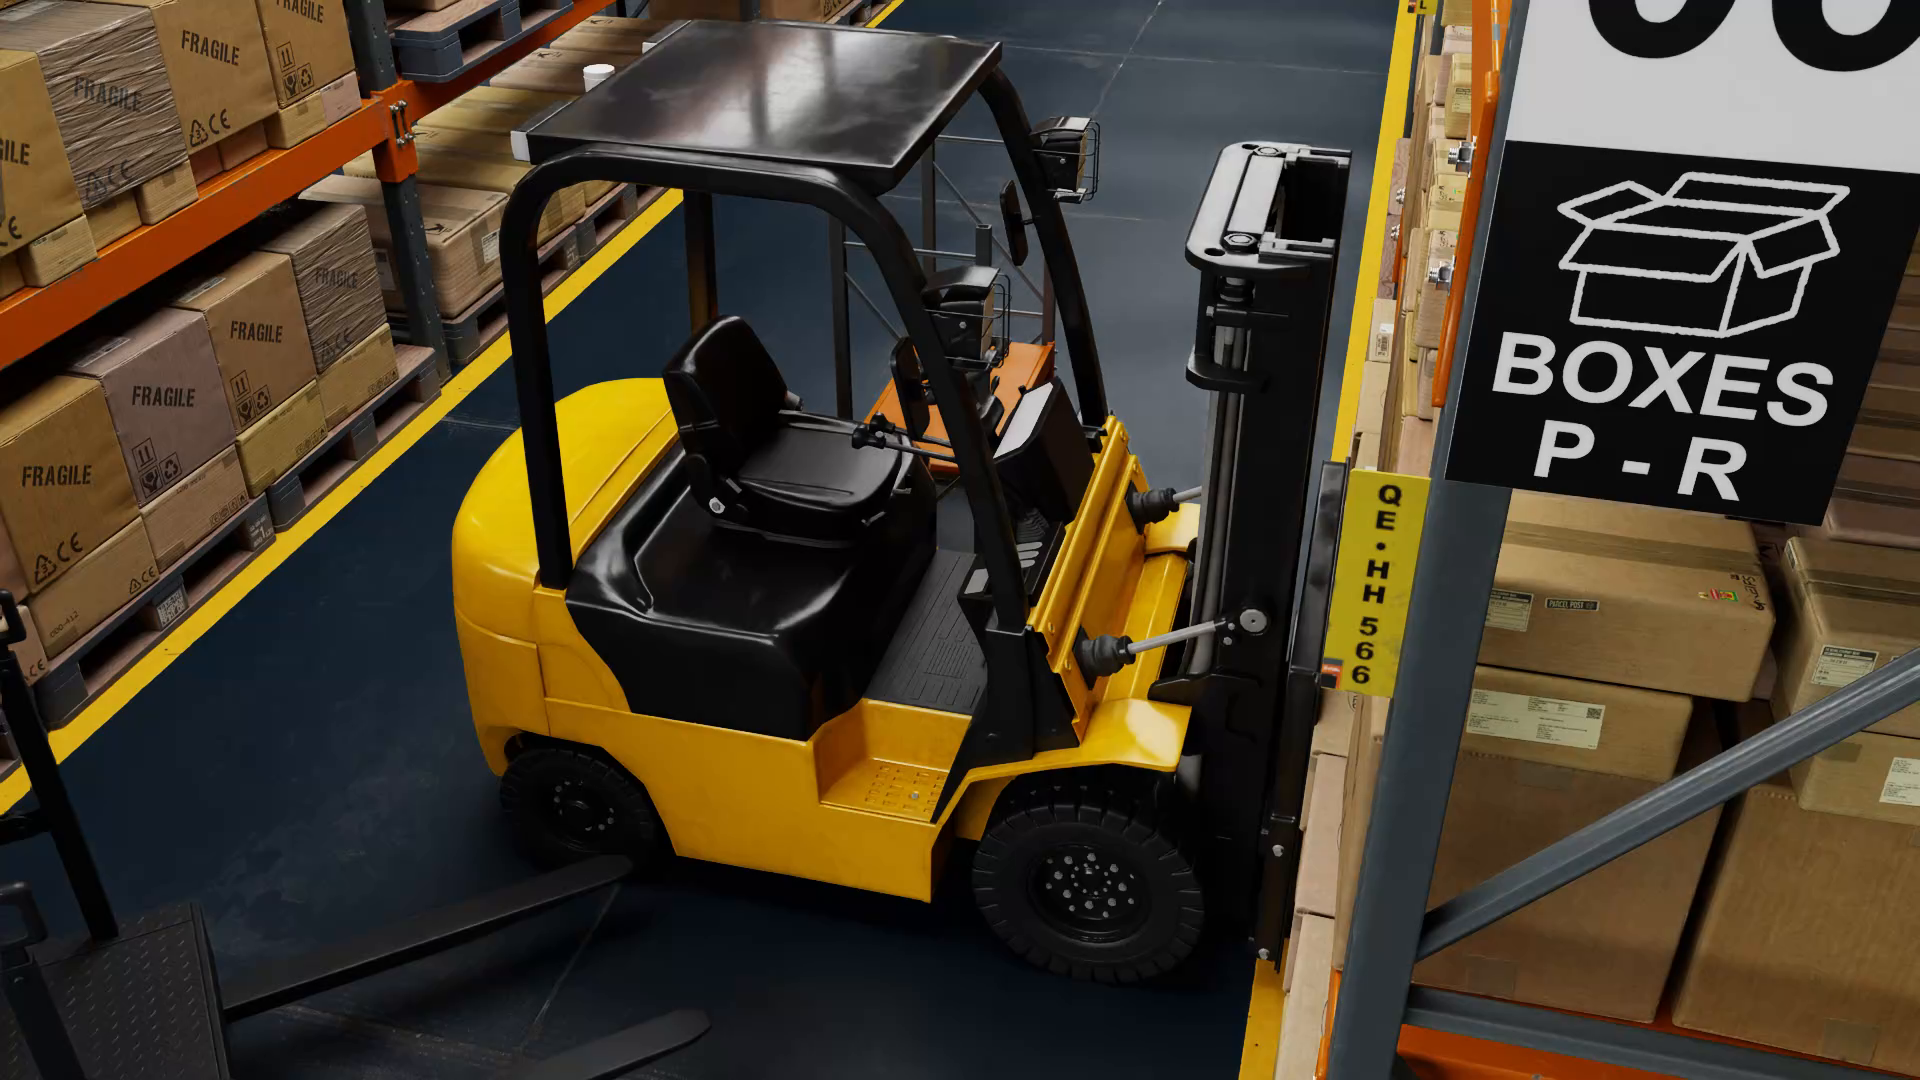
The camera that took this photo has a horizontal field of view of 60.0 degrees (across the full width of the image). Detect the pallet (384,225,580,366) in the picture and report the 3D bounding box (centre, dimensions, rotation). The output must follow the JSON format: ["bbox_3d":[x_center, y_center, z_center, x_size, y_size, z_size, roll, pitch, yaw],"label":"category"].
[{"bbox_3d":[-2.555,-1.248,8.016,1.003,0.211,1.213,8,33,12],"label":"pallet"}]

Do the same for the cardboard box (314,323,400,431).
[{"bbox_3d":[-2.641,-0.694,6.717,0.500,0.250,0.500,10,34,15],"label":"cardboard box"}]

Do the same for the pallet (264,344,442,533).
[{"bbox_3d":[-2.887,-0.490,6.825,1.003,0.211,1.213,8,33,12],"label":"pallet"}]

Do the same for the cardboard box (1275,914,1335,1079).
[{"bbox_3d":[0.851,1.009,3.107,0.500,0.250,0.500,9,34,14],"label":"cardboard box"}]

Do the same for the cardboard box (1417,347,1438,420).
[{"bbox_3d":[1.110,-0.340,3.291,0.380,0.149,0.250,7,33,11],"label":"cardboard box"}]

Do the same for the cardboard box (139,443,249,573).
[{"bbox_3d":[-2.900,-0.153,5.866,0.500,0.250,0.500,9,33,13],"label":"cardboard box"}]

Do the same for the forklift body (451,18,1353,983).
[{"bbox_3d":[-0.247,-0.145,4.474,2.313,2.155,1.214,8,33,12],"label":"forklift body"}]

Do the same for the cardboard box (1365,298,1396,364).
[{"bbox_3d":[1.625,-0.577,5.602,0.500,0.250,0.500,8,33,12],"label":"cardboard box"}]

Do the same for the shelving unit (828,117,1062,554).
[{"bbox_3d":[-0.019,-0.593,5.785,0.587,1.500,1.083,8,33,12],"label":"shelving unit"}]

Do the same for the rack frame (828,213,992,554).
[{"bbox_3d":[-0.151,-0.325,5.363,0.500,1.500,0.032,8,33,12],"label":"rack frame"}]

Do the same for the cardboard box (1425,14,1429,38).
[{"bbox_3d":[2.052,-2.052,6.356,0.500,0.250,0.500,7,33,11],"label":"cardboard box"}]

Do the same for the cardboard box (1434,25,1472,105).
[{"bbox_3d":[1.484,-1.262,4.464,0.380,0.149,0.250,9,33,13],"label":"cardboard box"}]

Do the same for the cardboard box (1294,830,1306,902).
[{"bbox_3d":[1.106,0.676,4.096,0.500,0.250,0.500,7,33,11],"label":"cardboard box"}]

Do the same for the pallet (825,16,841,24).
[{"bbox_3d":[-1.463,-3.318,11.273,1.003,0.211,1.213,8,33,12],"label":"pallet"}]

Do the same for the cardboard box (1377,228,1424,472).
[{"bbox_3d":[1.294,-0.401,3.991,0.500,0.500,0.500,8,33,13],"label":"cardboard box"}]

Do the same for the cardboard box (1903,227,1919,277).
[{"bbox_3d":[1.762,-0.517,3.292,0.380,0.149,0.250,7,33,11],"label":"cardboard box"}]

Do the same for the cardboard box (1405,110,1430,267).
[{"bbox_3d":[1.570,-0.922,4.811,0.500,0.500,0.500,9,33,13],"label":"cardboard box"}]

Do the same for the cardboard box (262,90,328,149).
[{"bbox_3d":[-2.594,-1.576,6.167,0.380,0.149,0.250,9,33,13],"label":"cardboard box"}]

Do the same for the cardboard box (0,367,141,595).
[{"bbox_3d":[-3.025,-0.203,5.245,0.500,0.500,0.500,9,33,13],"label":"cardboard box"}]

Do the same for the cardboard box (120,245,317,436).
[{"bbox_3d":[-2.769,-0.746,6.100,0.500,0.500,0.500,9,33,13],"label":"cardboard box"}]

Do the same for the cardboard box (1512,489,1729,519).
[{"bbox_3d":[0.956,-0.059,2.572,0.380,0.149,0.250,8,33,12],"label":"cardboard box"}]

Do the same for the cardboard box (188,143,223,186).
[{"bbox_3d":[-2.813,-1.324,5.771,0.380,0.149,0.250,8,33,12],"label":"cardboard box"}]

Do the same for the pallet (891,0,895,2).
[{"bbox_3d":[-0.844,-4.585,13.265,1.003,0.211,1.213,8,33,12],"label":"pallet"}]

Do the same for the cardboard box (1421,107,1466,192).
[{"bbox_3d":[1.410,-1.006,4.338,0.380,0.149,0.250,8,33,12],"label":"cardboard box"}]

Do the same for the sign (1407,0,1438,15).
[{"bbox_3d":[1.524,-1.871,5.391,0.100,0.325,0.005,8,33,12],"label":"sign"}]

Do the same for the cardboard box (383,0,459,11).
[{"bbox_3d":[-2.305,-2.336,6.971,0.380,0.149,0.250,8,33,13],"label":"cardboard box"}]

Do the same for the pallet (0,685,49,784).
[{"bbox_3d":[-3.506,0.776,4.833,1.003,0.211,1.213,8,33,12],"label":"pallet"}]

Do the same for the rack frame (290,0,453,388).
[{"bbox_3d":[-2.751,-2.021,6.632,1.000,3.000,0.127,8,33,12],"label":"rack frame"}]

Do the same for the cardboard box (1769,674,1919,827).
[{"bbox_3d":[1.373,0.272,2.328,0.380,0.149,0.250,7,33,11],"label":"cardboard box"}]

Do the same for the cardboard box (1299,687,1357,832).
[{"bbox_3d":[1.094,0.480,3.939,0.500,0.250,0.500,8,33,13],"label":"cardboard box"}]

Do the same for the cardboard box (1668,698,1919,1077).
[{"bbox_3d":[1.430,0.468,2.625,0.500,0.500,0.500,9,34,14],"label":"cardboard box"}]

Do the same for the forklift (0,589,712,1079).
[{"bbox_3d":[-2.093,0.333,2.994,3.031,2.935,1.130,-15,36,-23],"label":"forklift"}]

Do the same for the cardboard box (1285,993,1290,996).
[{"bbox_3d":[0.985,1.169,3.787,0.500,0.250,0.500,8,33,12],"label":"cardboard box"}]

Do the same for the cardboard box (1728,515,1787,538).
[{"bbox_3d":[1.445,0.005,2.749,0.380,0.149,0.250,7,33,12],"label":"cardboard box"}]

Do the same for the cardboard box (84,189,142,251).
[{"bbox_3d":[-2.886,-1.050,5.340,0.380,0.149,0.250,7,33,12],"label":"cardboard box"}]

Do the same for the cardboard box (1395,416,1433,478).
[{"bbox_3d":[1.048,0.128,3.160,0.500,0.500,0.500,9,34,14],"label":"cardboard box"}]

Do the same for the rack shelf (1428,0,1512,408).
[{"bbox_3d":[1.544,-1.271,3.328,1.077,0.370,4.000,8,33,12],"label":"rack shelf"}]

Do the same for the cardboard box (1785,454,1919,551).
[{"bbox_3d":[1.456,0.013,2.459,0.380,0.149,0.250,9,34,14],"label":"cardboard box"}]

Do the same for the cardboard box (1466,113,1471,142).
[{"bbox_3d":[1.433,-0.984,4.027,0.380,0.149,0.250,8,33,12],"label":"cardboard box"}]

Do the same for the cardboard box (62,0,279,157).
[{"bbox_3d":[-2.747,-1.656,5.688,0.500,0.500,0.500,9,34,14],"label":"cardboard box"}]

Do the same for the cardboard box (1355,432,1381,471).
[{"bbox_3d":[1.370,-0.054,4.778,0.500,0.250,0.500,9,34,14],"label":"cardboard box"}]

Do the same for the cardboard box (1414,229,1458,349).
[{"bbox_3d":[1.090,-0.468,3.215,0.380,0.149,0.250,9,33,14],"label":"cardboard box"}]

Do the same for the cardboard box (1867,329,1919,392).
[{"bbox_3d":[1.558,-0.254,2.879,0.380,0.149,0.250,8,33,13],"label":"cardboard box"}]

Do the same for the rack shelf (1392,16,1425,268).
[{"bbox_3d":[2.559,-2.081,7.398,1.077,0.370,4.000,8,33,12],"label":"rack shelf"}]

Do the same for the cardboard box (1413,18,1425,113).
[{"bbox_3d":[2.048,-1.842,6.492,0.500,0.250,0.500,8,33,12],"label":"cardboard box"}]

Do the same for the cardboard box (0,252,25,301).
[{"bbox_3d":[-3.037,-0.789,4.929,0.380,0.149,0.250,7,33,11],"label":"cardboard box"}]

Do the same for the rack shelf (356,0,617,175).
[{"bbox_3d":[-2.243,-2.755,8.458,1.077,0.370,4.000,8,33,12],"label":"rack shelf"}]

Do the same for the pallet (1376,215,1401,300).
[{"bbox_3d":[2.508,-1.193,7.929,1.003,0.211,1.213,8,33,12],"label":"pallet"}]

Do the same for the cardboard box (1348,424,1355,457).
[{"bbox_3d":[1.608,-0.158,5.874,0.500,0.250,0.500,8,33,13],"label":"cardboard box"}]

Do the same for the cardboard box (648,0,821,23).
[{"bbox_3d":[-1.480,-3.724,10.901,0.875,0.875,0.875,8,33,12],"label":"cardboard box"}]

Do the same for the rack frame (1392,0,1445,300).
[{"bbox_3d":[2.051,-1.347,5.572,1.000,3.000,0.127,8,33,12],"label":"rack frame"}]

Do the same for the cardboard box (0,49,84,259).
[{"bbox_3d":[-3.000,-1.119,4.844,0.500,0.500,0.500,7,33,11],"label":"cardboard box"}]

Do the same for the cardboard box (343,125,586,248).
[{"bbox_3d":[-2.441,-1.735,8.241,0.950,0.372,0.625,10,34,15],"label":"cardboard box"}]

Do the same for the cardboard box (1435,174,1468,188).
[{"bbox_3d":[1.304,-0.733,3.910,0.380,0.149,0.250,7,33,11],"label":"cardboard box"}]

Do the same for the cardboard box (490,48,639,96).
[{"bbox_3d":[-2.068,-2.489,9.427,0.950,0.372,0.625,7,33,11],"label":"cardboard box"}]

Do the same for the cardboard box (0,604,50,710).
[{"bbox_3d":[-3.157,0.393,5.007,0.500,0.250,0.500,9,34,14],"label":"cardboard box"}]
